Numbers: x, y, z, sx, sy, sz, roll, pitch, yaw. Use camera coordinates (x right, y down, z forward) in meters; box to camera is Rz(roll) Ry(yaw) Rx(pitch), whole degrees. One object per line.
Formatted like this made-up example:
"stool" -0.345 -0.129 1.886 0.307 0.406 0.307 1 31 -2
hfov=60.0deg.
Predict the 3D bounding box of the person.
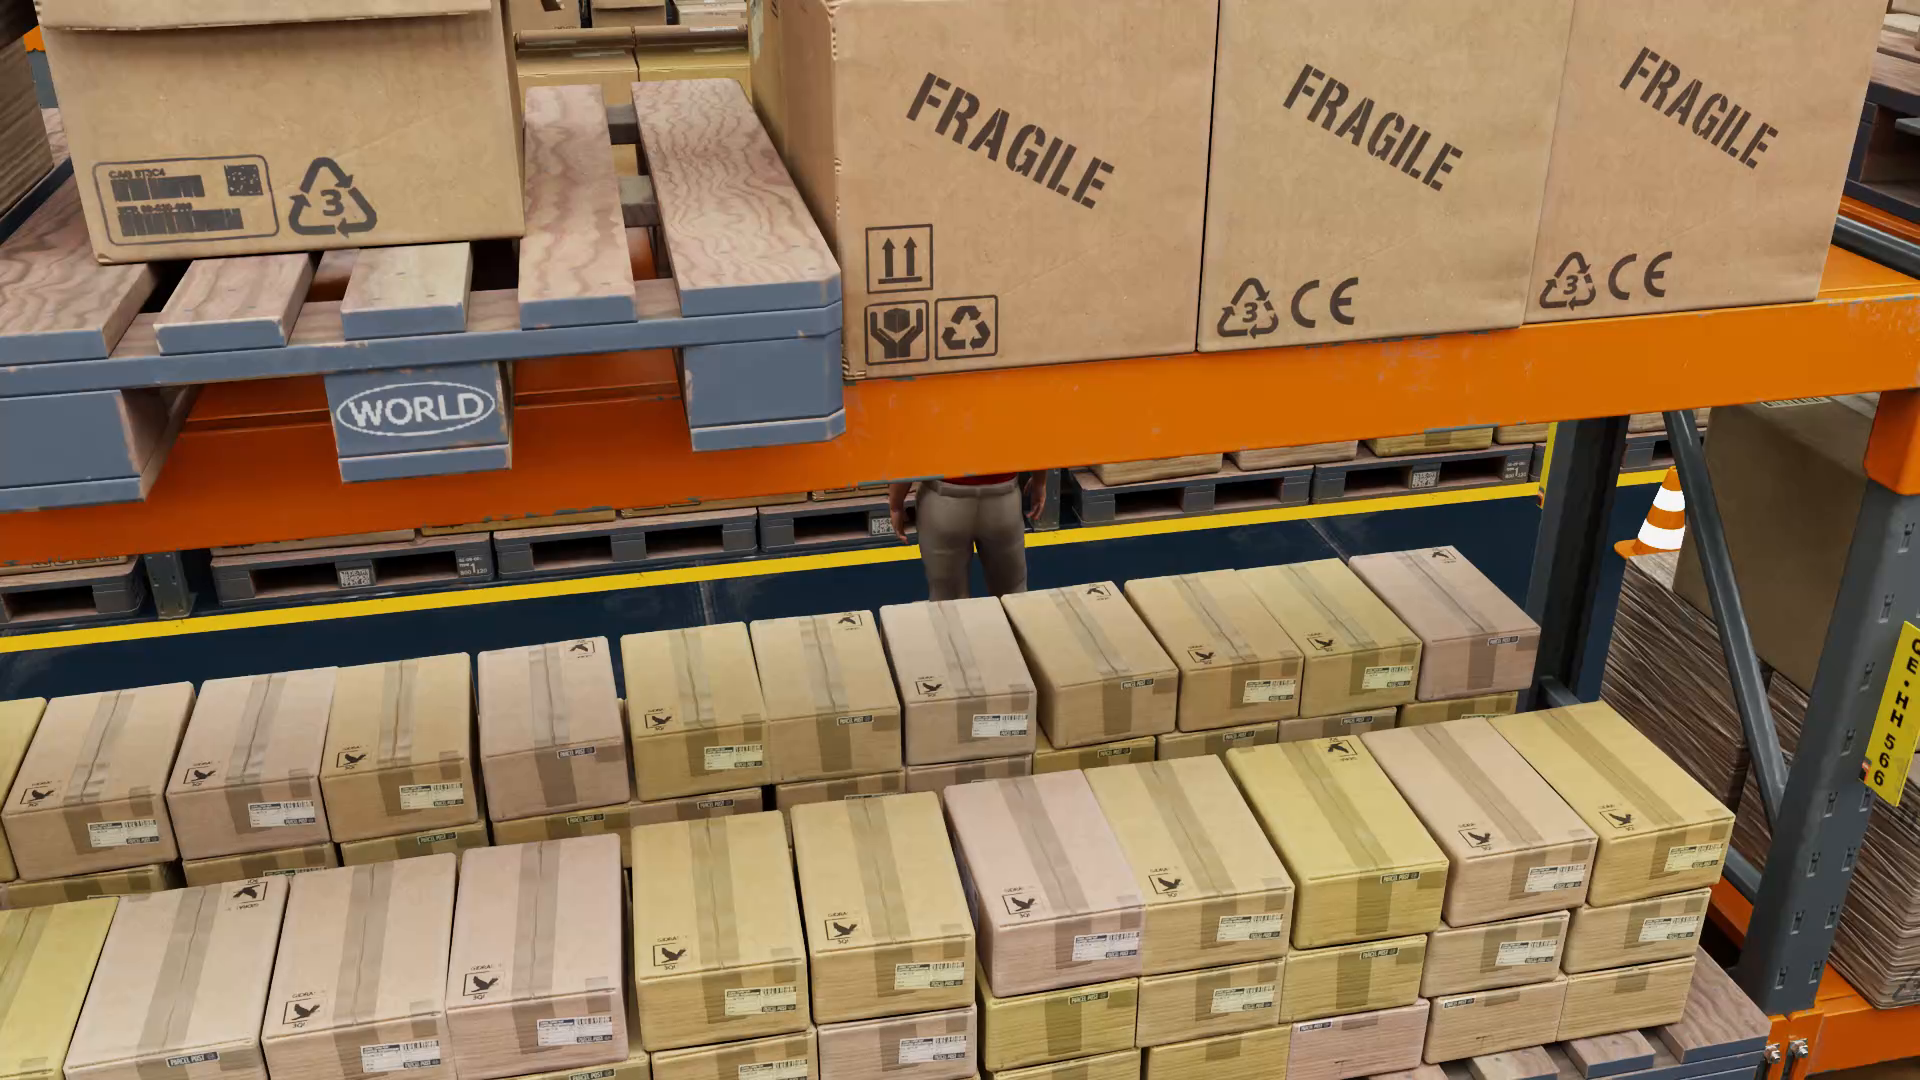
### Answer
"person" 0.023 -0.168 6.455 0.640 1.724 0.551 -6 27 -12
